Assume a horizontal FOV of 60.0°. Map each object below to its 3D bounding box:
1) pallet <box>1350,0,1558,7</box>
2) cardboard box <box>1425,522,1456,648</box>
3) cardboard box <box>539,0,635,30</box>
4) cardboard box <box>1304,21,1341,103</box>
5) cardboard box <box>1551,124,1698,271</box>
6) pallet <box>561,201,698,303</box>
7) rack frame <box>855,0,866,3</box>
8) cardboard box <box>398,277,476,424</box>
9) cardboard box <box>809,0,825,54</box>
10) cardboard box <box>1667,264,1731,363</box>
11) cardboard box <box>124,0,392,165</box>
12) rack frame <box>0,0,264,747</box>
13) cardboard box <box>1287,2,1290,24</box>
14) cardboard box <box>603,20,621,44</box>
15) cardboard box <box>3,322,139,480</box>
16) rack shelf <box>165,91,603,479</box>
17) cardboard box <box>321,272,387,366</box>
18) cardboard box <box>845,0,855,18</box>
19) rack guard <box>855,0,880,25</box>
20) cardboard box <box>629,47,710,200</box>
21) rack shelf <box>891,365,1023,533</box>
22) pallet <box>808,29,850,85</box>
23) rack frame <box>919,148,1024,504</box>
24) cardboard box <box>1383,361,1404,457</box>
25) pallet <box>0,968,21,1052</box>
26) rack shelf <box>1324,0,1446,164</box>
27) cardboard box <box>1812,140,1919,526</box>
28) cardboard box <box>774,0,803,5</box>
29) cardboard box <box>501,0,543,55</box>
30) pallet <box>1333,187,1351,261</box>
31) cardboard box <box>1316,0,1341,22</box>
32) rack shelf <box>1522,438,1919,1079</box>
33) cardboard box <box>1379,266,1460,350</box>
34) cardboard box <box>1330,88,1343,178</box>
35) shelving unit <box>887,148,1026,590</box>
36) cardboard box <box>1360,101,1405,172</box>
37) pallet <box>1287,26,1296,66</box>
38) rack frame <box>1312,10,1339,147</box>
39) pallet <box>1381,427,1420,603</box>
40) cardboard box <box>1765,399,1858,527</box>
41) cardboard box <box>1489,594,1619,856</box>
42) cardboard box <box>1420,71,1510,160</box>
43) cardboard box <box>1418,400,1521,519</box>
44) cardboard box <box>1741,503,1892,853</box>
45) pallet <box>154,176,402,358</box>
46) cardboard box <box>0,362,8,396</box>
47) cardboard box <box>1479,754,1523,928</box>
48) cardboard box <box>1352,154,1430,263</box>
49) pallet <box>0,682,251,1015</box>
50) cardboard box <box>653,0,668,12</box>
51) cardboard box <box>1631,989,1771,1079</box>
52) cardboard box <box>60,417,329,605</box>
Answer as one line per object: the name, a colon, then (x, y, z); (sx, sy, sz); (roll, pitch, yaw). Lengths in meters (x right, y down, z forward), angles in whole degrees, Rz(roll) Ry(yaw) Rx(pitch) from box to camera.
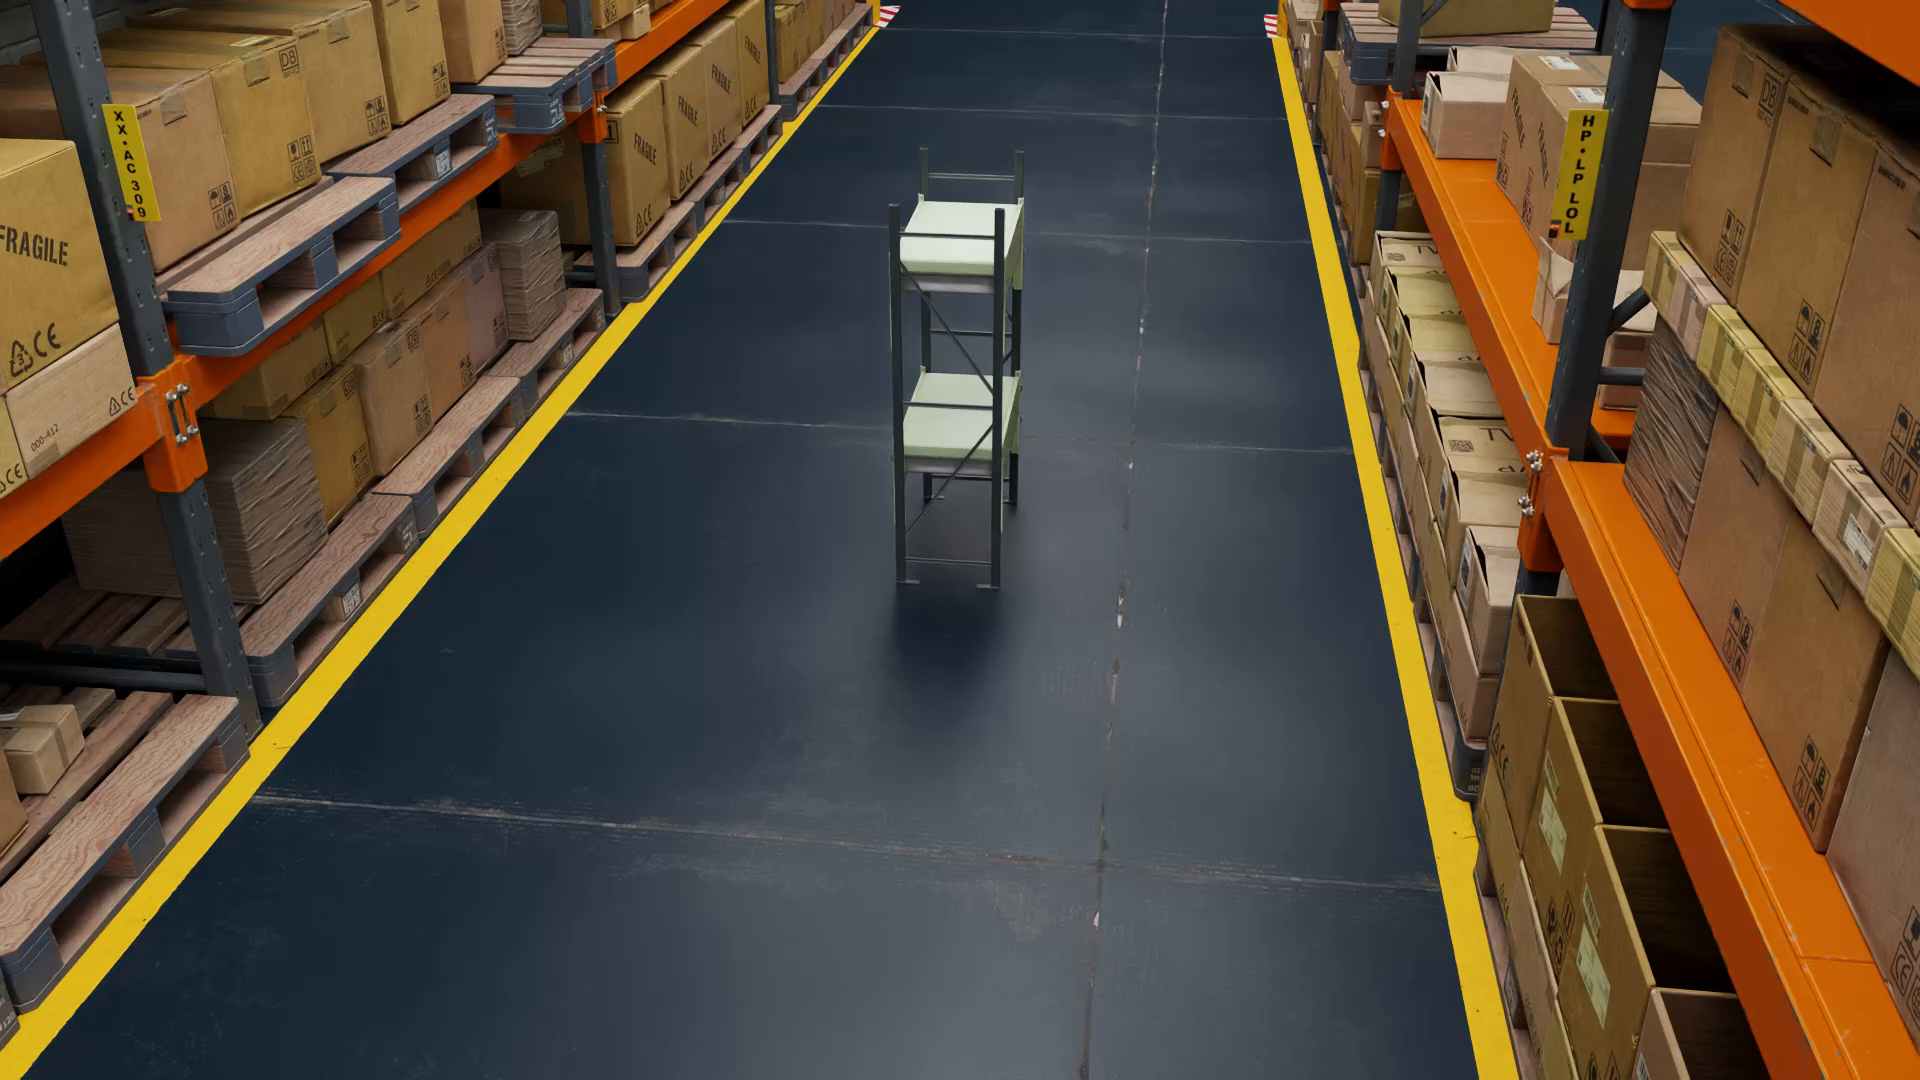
pallet: (2.802, -3.118, 9.577); (1.003, 0.211, 1.213); (3, 28, 6)
cardboard box: (1.905, 0.172, 5.724); (0.500, 0.250, 0.500); (3, 28, 5)
cardboard box: (-2.035, -2.970, 8.660); (0.500, 0.500, 0.500); (4, 29, 8)
cardboard box: (2.847, -3.547, 12.343); (0.500, 0.500, 0.500); (3, 28, 6)
cardboard box: (2.253, -1.056, 5.442); (0.500, 0.500, 0.500); (5, 29, 10)
pallet: (-2.177, -1.712, 9.705); (1.003, 0.211, 1.213); (3, 28, 6)
rack frame: (-1.368, -6.338, 15.352); (1.000, 3.000, 0.127); (3, 28, 6)
cardboard box: (-2.596, -0.853, 7.342); (0.700, 0.500, 0.500); (3, 28, 6)
cardboard box: (-1.535, -4.364, 13.880); (0.700, 0.500, 0.500); (4, 29, 7)
cardboard box: (1.822, -0.500, 3.726); (0.380, 0.149, 0.250); (4, 29, 7)
cardboard box: (-2.617, -1.739, 6.247); (0.700, 0.500, 0.500); (7, 29, 13)
rack frame: (-2.839, -0.690, 4.868); (1.000, 3.000, 0.127); (3, 28, 6)
cardboard box: (3.125, -4.704, 14.842); (0.380, 0.166, 0.250); (3, 28, 6)
cardboard box: (-2.039, -2.730, 8.899); (0.380, 0.149, 0.250); (4, 29, 7)
cardboard box: (-2.596, -0.392, 4.452); (0.500, 0.250, 0.500); (3, 29, 6)
rack shelf: (-2.594, -1.314, 6.786); (1.077, 0.370, 4.000); (3, 28, 6)
cardboard box: (-2.654, -0.913, 6.663); (0.500, 0.250, 0.500); (3, 28, 5)
cardboard box: (-1.355, -5.087, 15.223); (0.700, 0.500, 0.500); (3, 28, 6)
rack guard: (-1.365, -5.249, 15.966); (1.175, 0.500, 0.348); (3, 28, 6)
cardboard box: (-2.015, -2.562, 10.166); (0.750, 0.750, 0.750); (3, 28, 6)
rack shelf: (-0.001, -0.370, 6.543); (0.431, 0.370, 0.720); (3, 28, 6)
pallet: (-1.541, -4.157, 14.244); (1.003, 0.211, 1.213); (3, 28, 6)
rack frame: (0.044, -0.829, 6.708); (0.400, 1.500, 0.023); (3, 28, 6)
cardboard box: (2.094, -0.550, 7.064); (0.500, 0.250, 0.500); (3, 28, 5)
pallet: (-3.033, 1.432, 3.869); (1.003, 0.211, 1.213); (3, 28, 6)
rack shelf: (2.813, -2.911, 9.750); (1.077, 0.370, 4.000); (3, 28, 6)
cardboard box: (1.907, -0.336, 2.738); (0.700, 0.500, 0.500); (3, 28, 6)
cardboard box: (-1.442, -4.322, 13.119); (0.380, 0.149, 0.250); (4, 29, 8)
cardboard box: (-2.396, -2.588, 7.823); (0.700, 0.500, 0.500); (0, 28, 0)
pallet: (2.849, -1.981, 10.204); (1.003, 0.211, 1.213); (3, 28, 6)
cardboard box: (3.283, -4.149, 13.456); (0.797, 0.503, 0.637); (3, 28, 6)
rack shelf: (1.833, 0.855, 2.760); (1.077, 0.370, 4.000); (3, 28, 6)
cardboard box: (2.157, -1.030, 7.365); (0.500, 0.311, 0.500); (3, 28, 5)
cardboard box: (2.634, -2.562, 10.515); (0.500, 0.500, 0.500); (4, 29, 7)
shelving unit: (-0.001, -0.657, 6.388); (0.431, 1.500, 0.755); (3, 28, 6)
cardboard box: (2.453, -2.190, 9.034); (0.500, 0.250, 0.500); (4, 29, 8)
pallet: (3.442, -4.413, 14.720); (1.003, 0.211, 1.213); (3, 28, 6)
rack frame: (3.058, -4.169, 11.326); (1.000, 3.000, 0.127); (3, 28, 6)
pallet: (2.277, -0.101, 6.715); (1.003, 0.211, 1.213); (3, 28, 6)
cardboard box: (1.729, -0.137, 3.052); (0.380, 0.149, 0.250); (2, 28, 5)
cardboard box: (1.711, 0.492, 4.340); (0.500, 0.500, 0.500); (3, 28, 6)
cardboard box: (2.266, -1.837, 7.092); (0.500, 0.311, 0.500); (3, 28, 6)
cardboard box: (1.964, -0.312, 6.032); (0.500, 0.311, 0.500); (3, 28, 6)
cardboard box: (1.906, 0.246, 3.025); (0.700, 0.500, 0.500); (4, 29, 7)
pallet: (-2.601, -0.957, 5.565); (1.003, 0.211, 1.213); (3, 28, 6)
cardboard box: (-2.645, -0.487, 3.837); (0.500, 0.500, 0.500); (3, 28, 6)
cardboard box: (1.720, 0.823, 4.517); (0.500, 0.250, 0.500); (3, 28, 6)
cardboard box: (2.450, -1.834, 9.162); (0.500, 0.500, 0.500); (4, 29, 8)
pallet: (-2.886, 0.856, 4.938); (1.003, 0.211, 1.213); (3, 28, 6)
cardboard box: (-1.948, -3.220, 9.807); (0.380, 0.149, 0.250); (4, 29, 7)
cardboard box: (1.529, 1.198, 3.029); (0.500, 0.500, 0.500); (3, 28, 6)
cardboard box: (-2.765, -0.130, 6.001); (0.700, 0.500, 0.500); (4, 29, 8)
